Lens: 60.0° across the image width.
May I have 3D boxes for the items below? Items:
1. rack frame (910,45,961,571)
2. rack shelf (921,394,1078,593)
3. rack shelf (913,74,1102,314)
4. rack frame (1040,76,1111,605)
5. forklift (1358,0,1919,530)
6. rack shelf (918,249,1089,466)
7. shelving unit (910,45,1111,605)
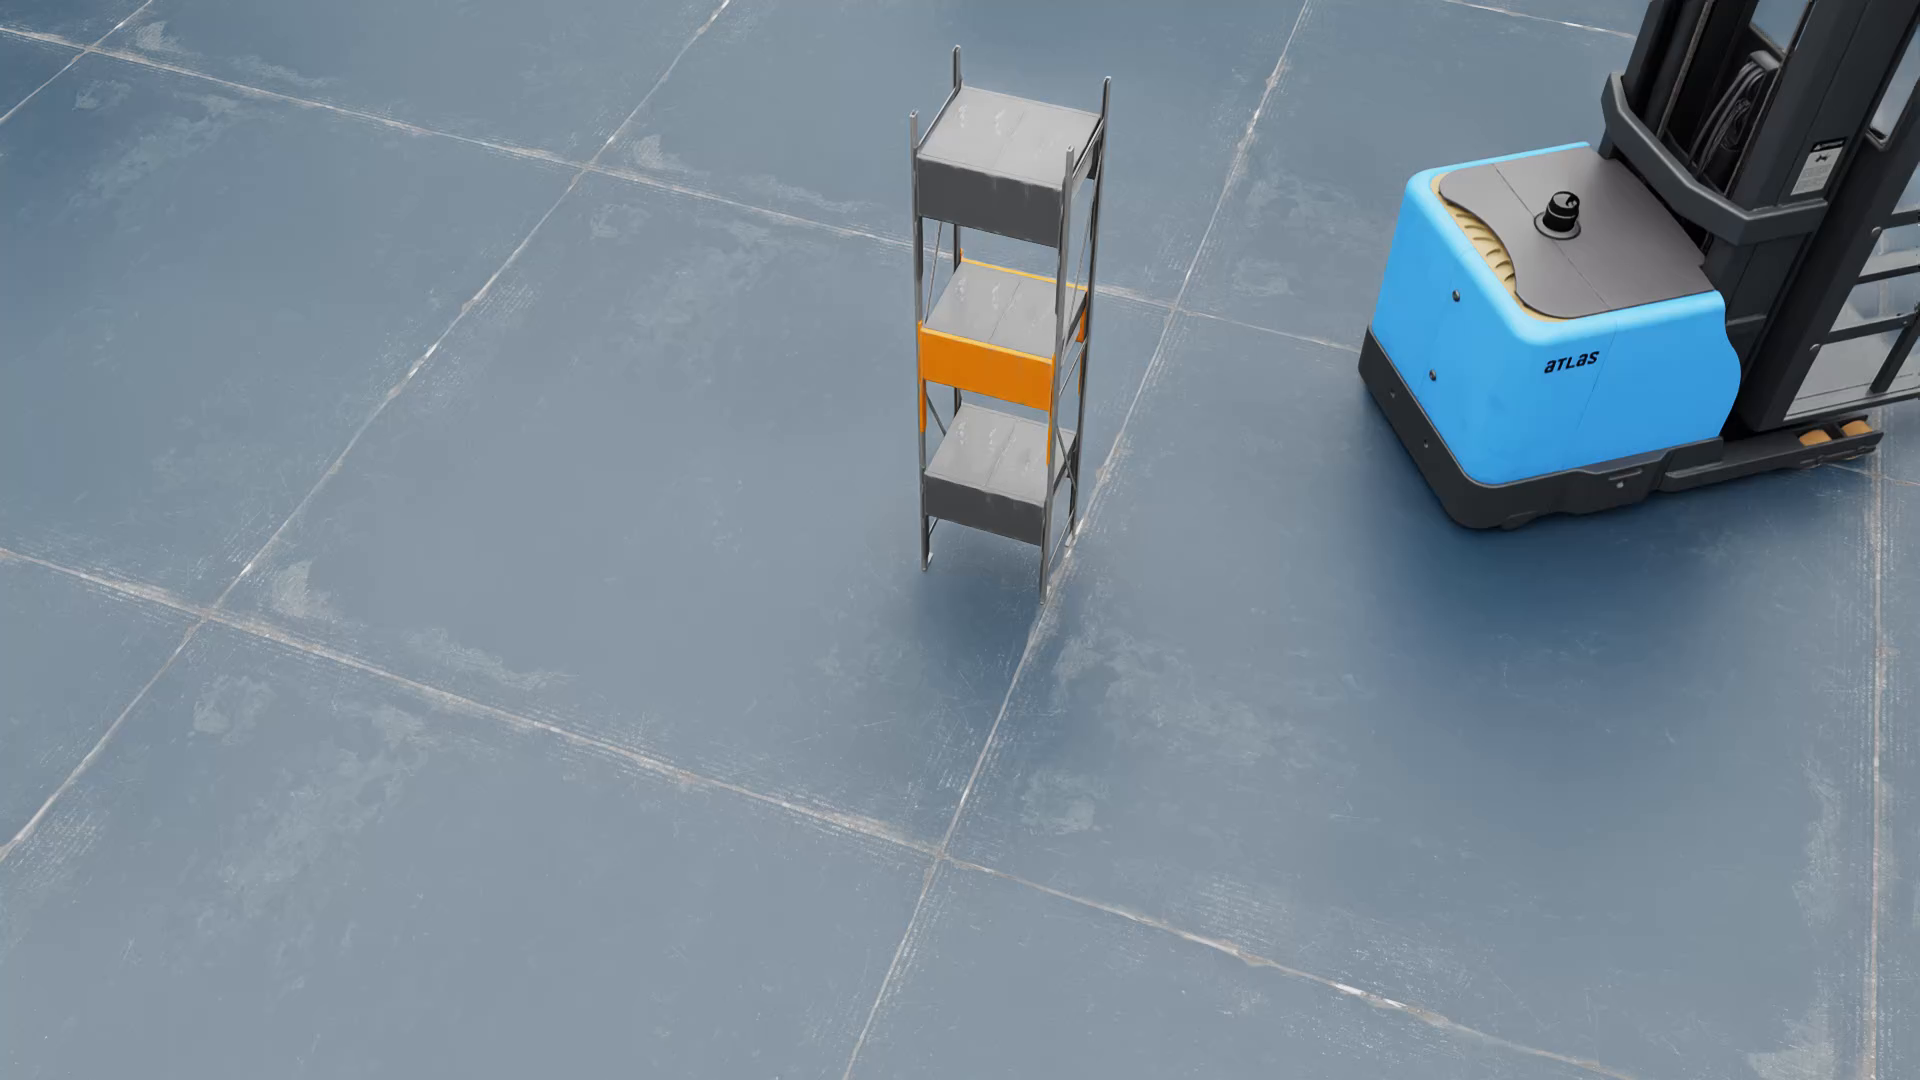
[{"bbox_3d":[-0.074,-0.708,5.841,0.015,2.100,0.400,16,51,13],"label":"rack frame"},{"bbox_3d":[0.155,-0.177,6.325,0.480,0.518,0.431,16,51,13],"label":"rack shelf"},{"bbox_3d":[0.155,-1.094,5.267,0.480,0.518,0.431,16,51,13],"label":"rack shelf"},{"bbox_3d":[0.384,-0.580,5.730,0.015,2.100,0.400,16,51,13],"label":"rack frame"},{"bbox_3d":[3.288,-1.629,6.089,3.031,2.935,1.130,-12,50,-10],"label":"forklift"},{"bbox_3d":[0.155,-0.635,5.796,0.480,0.518,0.431,16,51,13],"label":"rack shelf"},{"bbox_3d":[0.155,-0.644,5.786,0.503,2.100,0.431,16,51,13],"label":"shelving unit"}]
